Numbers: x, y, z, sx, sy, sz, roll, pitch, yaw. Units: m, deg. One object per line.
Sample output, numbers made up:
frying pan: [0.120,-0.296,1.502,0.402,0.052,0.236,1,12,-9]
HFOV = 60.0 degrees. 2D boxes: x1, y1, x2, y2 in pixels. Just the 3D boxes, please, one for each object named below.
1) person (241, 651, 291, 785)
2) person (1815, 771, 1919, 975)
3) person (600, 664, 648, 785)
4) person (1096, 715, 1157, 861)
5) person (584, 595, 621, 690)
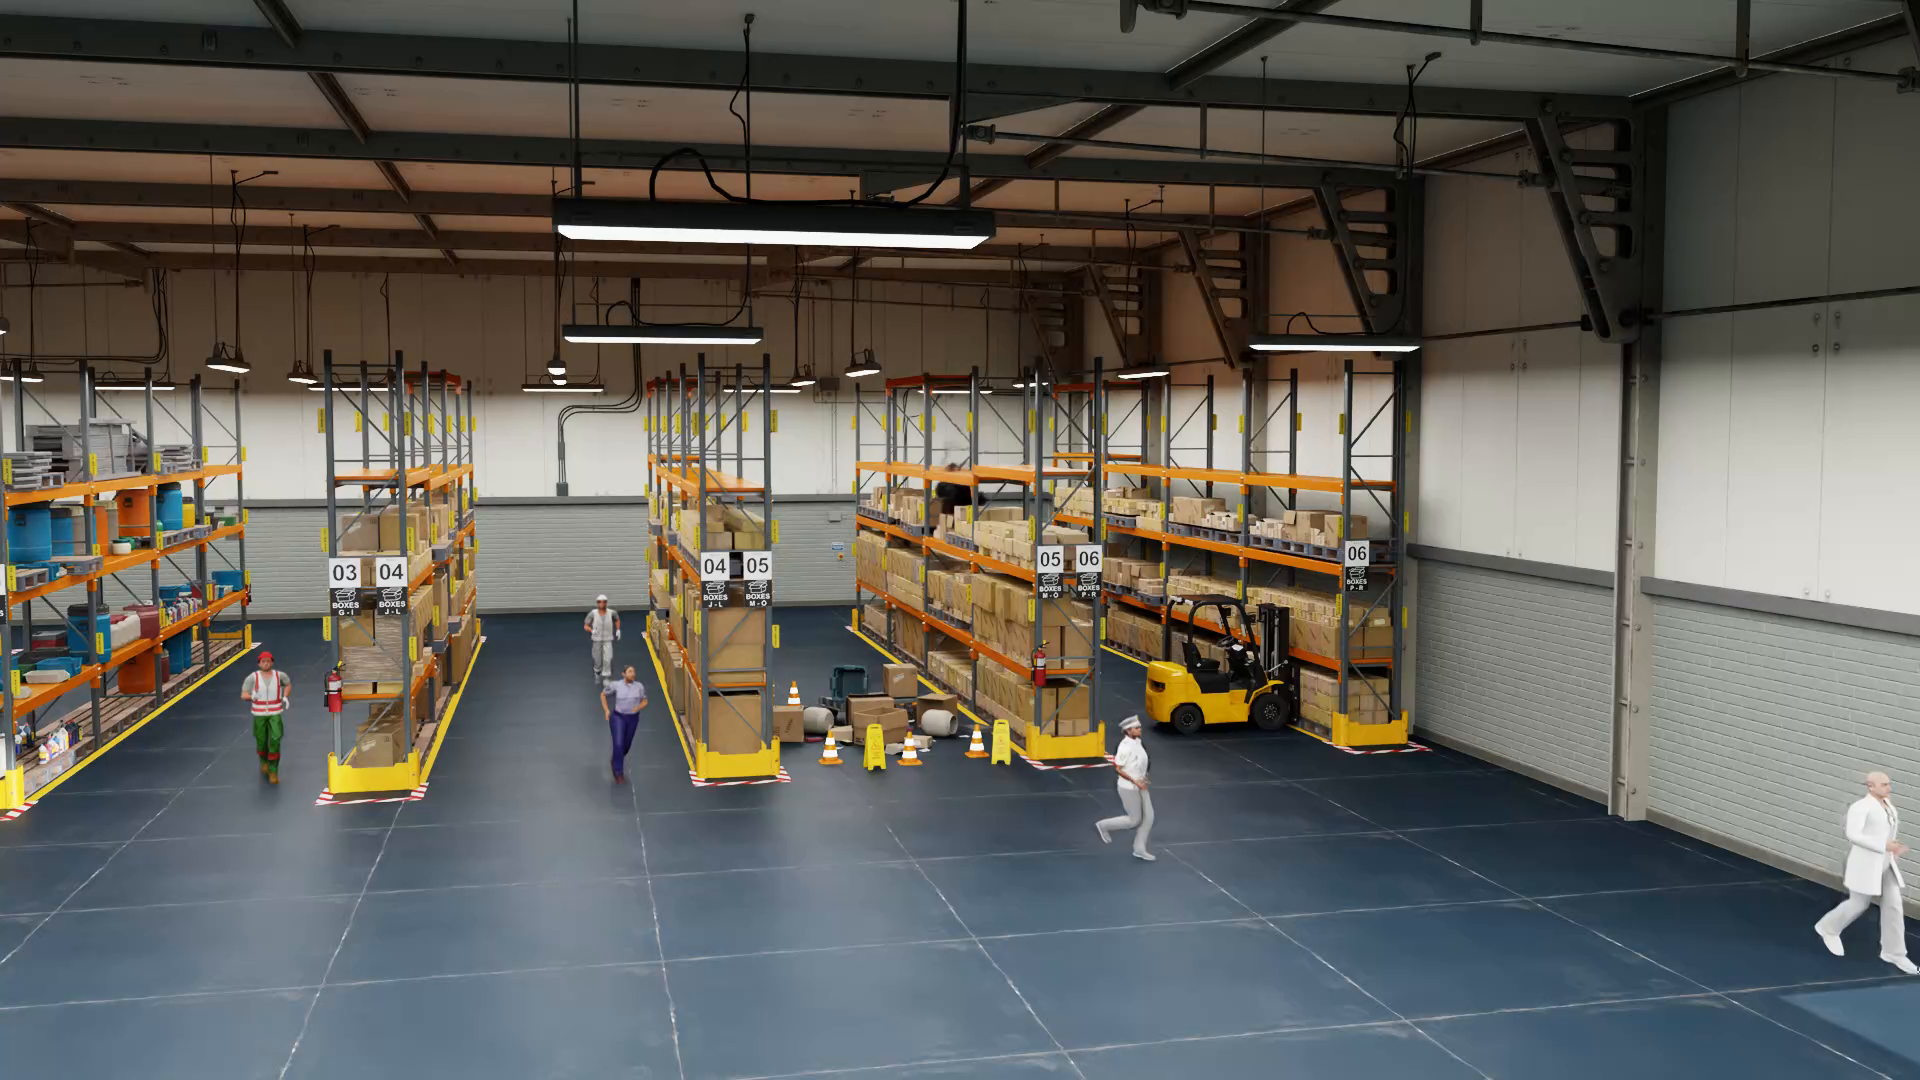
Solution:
person: [-9.698,2.455,23.280,0.652,1.793,0.914,-2,4,-23]
person: [8.438,3.025,15.416,0.736,1.800,0.953,-2,5,-28]
person: [-4.721,2.596,23.453,0.630,1.671,0.806,-2,5,-31]
person: [1.947,2.847,19.225,0.711,1.680,0.577,2,4,27]
person: [-6.719,1.925,31.272,0.682,1.807,0.883,-1,4,-15]
